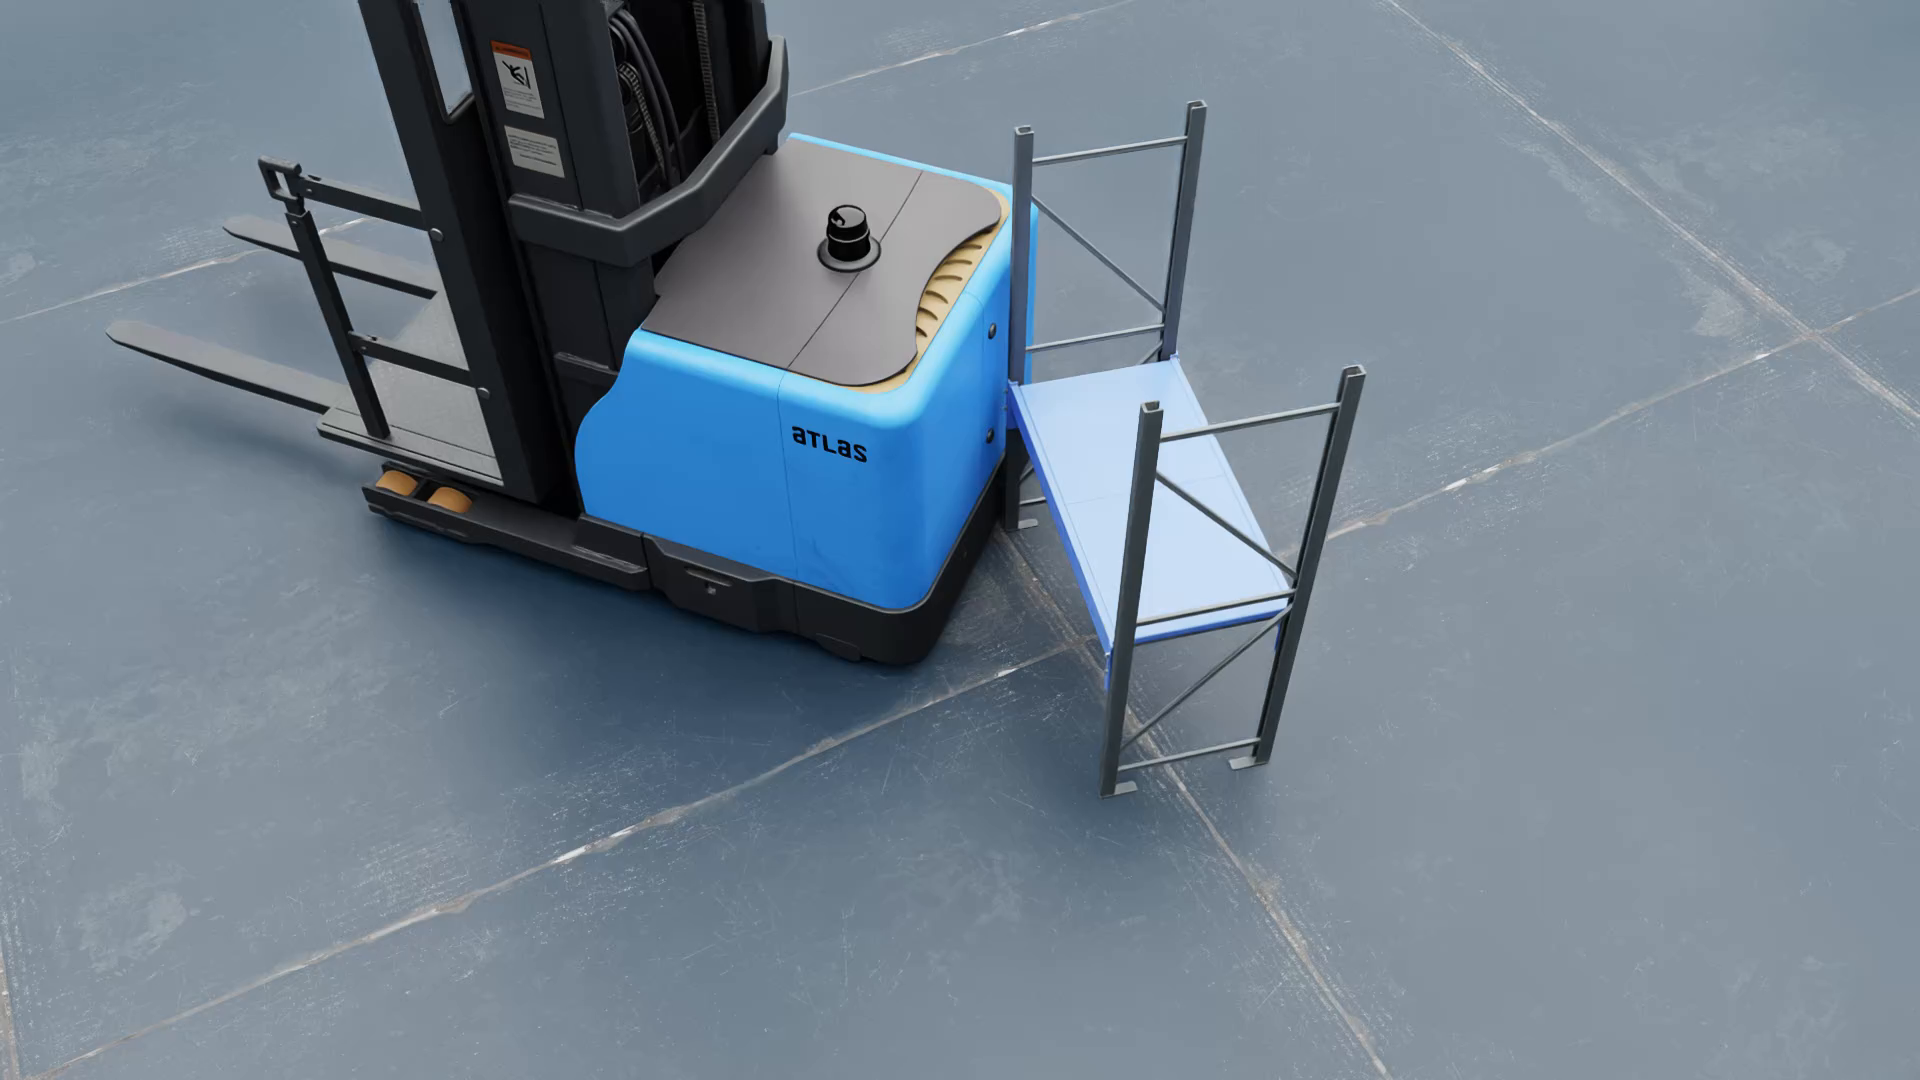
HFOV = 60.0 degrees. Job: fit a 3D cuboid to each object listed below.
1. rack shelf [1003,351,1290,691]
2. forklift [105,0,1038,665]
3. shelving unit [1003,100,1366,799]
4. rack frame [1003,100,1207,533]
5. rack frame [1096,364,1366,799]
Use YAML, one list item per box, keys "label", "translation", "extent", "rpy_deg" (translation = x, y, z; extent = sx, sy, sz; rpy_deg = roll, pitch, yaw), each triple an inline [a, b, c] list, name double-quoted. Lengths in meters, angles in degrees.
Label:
- label: "rack shelf"
  translation: [0.505, -0.083, 4.565]
  extent: [0.538, 0.185, 1.000]
  rpy_deg: [-11, 50, -9]
- label: "forklift"
  translation: [-1.333, -1.321, 4.458]
  extent: [3.031, 2.935, 1.130]
  rpy_deg: [17, 51, 14]
- label: "shelving unit"
  translation: [0.505, -0.201, 4.429]
  extent: [0.538, 1.500, 1.048]
  rpy_deg: [-11, 50, -9]
- label: "rack frame"
  translation: [0.382, -0.572, 4.754]
  extent: [0.500, 1.500, 0.032]
  rpy_deg: [-11, 50, -9]
- label: "rack frame"
  translation: [0.627, 0.170, 4.105]
  extent: [0.500, 1.500, 0.032]
  rpy_deg: [-11, 50, -9]
